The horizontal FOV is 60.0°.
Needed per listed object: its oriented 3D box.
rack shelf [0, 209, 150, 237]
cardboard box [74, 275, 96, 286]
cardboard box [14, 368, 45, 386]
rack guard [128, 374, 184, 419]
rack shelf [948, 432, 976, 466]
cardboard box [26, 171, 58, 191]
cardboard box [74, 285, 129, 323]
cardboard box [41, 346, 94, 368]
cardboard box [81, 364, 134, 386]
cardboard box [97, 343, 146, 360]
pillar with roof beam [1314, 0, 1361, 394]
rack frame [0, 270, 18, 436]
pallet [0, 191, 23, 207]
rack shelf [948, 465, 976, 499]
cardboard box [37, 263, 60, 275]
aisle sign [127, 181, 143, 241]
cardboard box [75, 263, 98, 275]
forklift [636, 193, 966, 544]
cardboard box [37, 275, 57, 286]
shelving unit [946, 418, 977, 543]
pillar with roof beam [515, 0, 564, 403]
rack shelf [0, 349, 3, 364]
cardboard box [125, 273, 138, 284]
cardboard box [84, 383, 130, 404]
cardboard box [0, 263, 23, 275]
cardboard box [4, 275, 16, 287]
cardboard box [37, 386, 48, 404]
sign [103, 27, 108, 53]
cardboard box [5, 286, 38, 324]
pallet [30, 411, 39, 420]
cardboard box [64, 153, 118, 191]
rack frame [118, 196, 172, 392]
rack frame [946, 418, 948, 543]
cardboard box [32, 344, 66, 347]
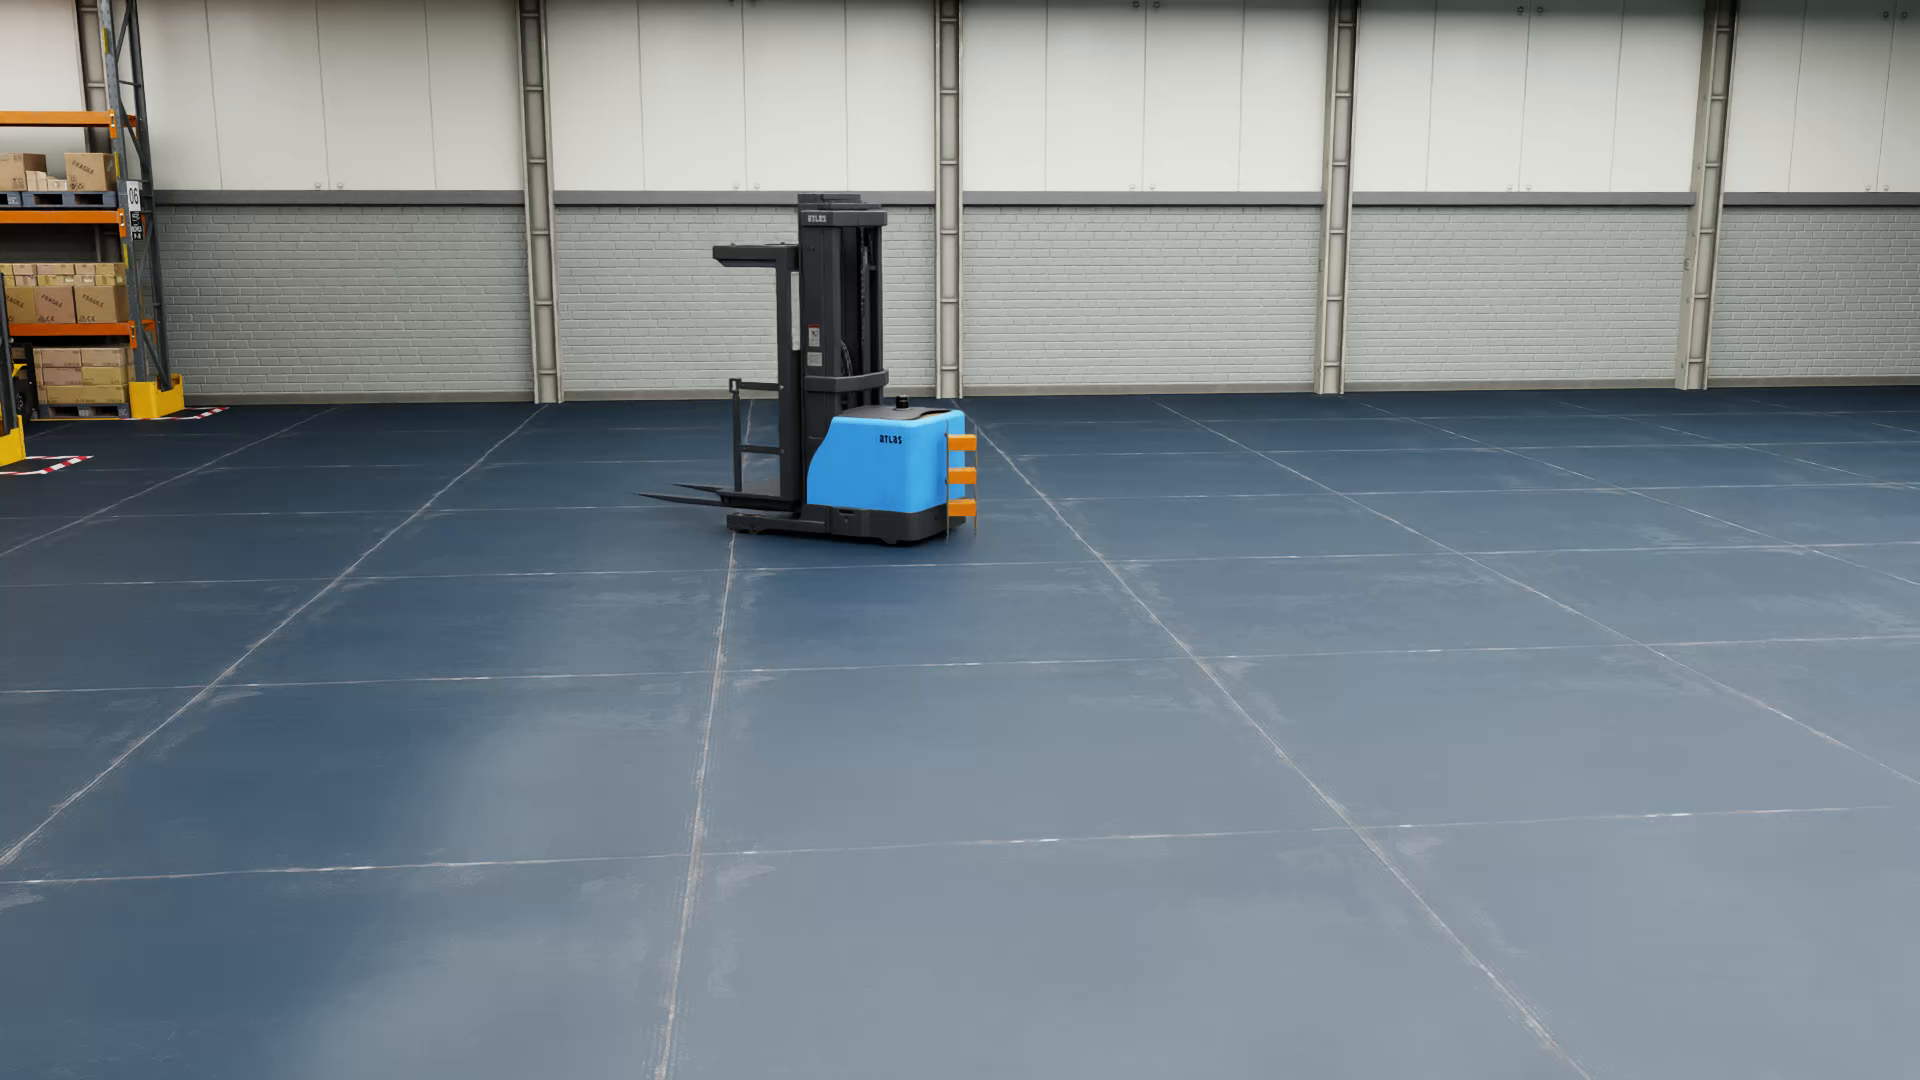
[{"bbox_3d":[-13.302,-4.330,22.706,4.000,0.370,1.077,-1,11,-6],"label":"rack shelf"},{"bbox_3d":[-11.879,-3.548,22.699,0.250,0.149,0.380,-1,11,-5],"label":"cardboard box"},{"bbox_3d":[-12.775,-2.262,22.840,0.500,0.250,0.500,-1,11,-7],"label":"cardboard box"},{"bbox_3d":[-11.290,-2.027,23.382,0.348,0.500,1.175,-1,11,-6],"label":"rack guard"},{"bbox_3d":[0.013,-0.774,14.167,0.240,0.259,0.215,-1,11,-3],"label":"rack shelf"},{"bbox_3d":[-12.357,-4.833,22.400,0.258,0.266,0.396,-1,11,-6],"label":"cardboard box"},{"bbox_3d":[-11.775,-3.241,22.820,0.500,0.500,0.500,-1,11,-7],"label":"cardboard box"},{"bbox_3d":[-12.245,-2.519,22.853,0.500,0.250,0.500,-1,11,-5],"label":"cardboard box"},{"bbox_3d":[-11.764,-2.285,22.958,0.500,0.250,0.500,-1,11,-7],"label":"cardboard box"},{"bbox_3d":[-11.812,-2.627,23.400,0.500,0.250,0.500,-1,11,-7],"label":"cardboard box"},{"bbox_3d":[6.256,-5.904,21.072,0.400,9.000,9.100,-1,11,-6],"label":"pillar with roof beam"},{"bbox_3d":[-10.774,-2.301,18.296,0.127,3.000,1.000,-1,11,-6],"label":"rack frame"},{"bbox_3d":[-13.235,-4.645,22.675,1.213,0.211,1.003,-1,11,-6],"label":"pallet"},{"bbox_3d":[0.013,-0.496,14.222,0.240,0.259,0.215,-1,11,-3],"label":"rack shelf"},{"bbox_3d":[-12.402,-3.706,22.729,0.250,0.149,0.380,-1,11,-6],"label":"cardboard box"},{"bbox_3d":[-11.217,-4.473,22.608,0.004,0.787,0.394,-1,11,-6],"label":"aisle sign"},{"bbox_3d":[-11.889,-3.707,22.737,0.250,0.149,0.380,-1,11,-6],"label":"cardboard box"},{"bbox_3d":[-1.498,-1.574,14.777,3.031,2.935,1.130,5,12,26],"label":"forklift"},{"bbox_3d":[-12.391,-3.552,22.717,0.250,0.149,0.380,-1,11,-6],"label":"cardboard box"},{"bbox_3d":[0.013,-0.506,14.220,0.252,1.050,0.215,-1,11,-3],"label":"shelving unit"},{"bbox_3d":[-5.674,-5.654,19.801,0.400,9.000,9.100,-1,11,-6],"label":"pillar with roof beam"},{"bbox_3d":[-12.762,-1.906,18.154,4.000,0.370,1.077,-1,11,-6],"label":"rack shelf"},{"bbox_3d":[-11.679,-3.663,23.283,0.250,0.149,0.380,-1,11,-8],"label":"cardboard box"},{"bbox_3d":[-11.747,-2.039,23.005,0.500,0.250,0.500,-1,11,-6],"label":"cardboard box"},{"bbox_3d":[-12.905,-3.672,22.560,0.250,0.149,0.380,-1,11,-5],"label":"cardboard box"},{"bbox_3d":[-12.901,-3.528,22.596,0.250,0.149,0.380,-1,11,-6],"label":"cardboard box"},{"bbox_3d":[-12.741,-2.022,22.917,0.500,0.250,0.500,-1,11,-5],"label":"cardboard box"},{"bbox_3d":[-11.269,-6.589,21.931,0.005,0.325,0.100,-1,11,-6],"label":"sign"},{"bbox_3d":[-12.801,-3.221,22.719,0.500,0.500,0.500,-1,11,-7],"label":"cardboard box"},{"bbox_3d":[-13.280,-1.836,23.159,1.213,0.211,1.003,-1,11,-6],"label":"pallet"},{"bbox_3d":[-11.728,-4.973,22.504,0.500,0.500,0.500,-1,11,-4],"label":"cardboard box"},{"bbox_3d":[-11.314,-3.253,23.138,0.127,3.000,1.000,-1,11,-6],"label":"rack frame"},{"bbox_3d":[-0.108,-0.505,14.213,0.008,1.050,0.200,-1,11,-3],"label":"rack frame"},{"bbox_3d":[-12.807,-2.607,23.301,0.500,0.250,0.500,-1,11,-6],"label":"cardboard box"}]
